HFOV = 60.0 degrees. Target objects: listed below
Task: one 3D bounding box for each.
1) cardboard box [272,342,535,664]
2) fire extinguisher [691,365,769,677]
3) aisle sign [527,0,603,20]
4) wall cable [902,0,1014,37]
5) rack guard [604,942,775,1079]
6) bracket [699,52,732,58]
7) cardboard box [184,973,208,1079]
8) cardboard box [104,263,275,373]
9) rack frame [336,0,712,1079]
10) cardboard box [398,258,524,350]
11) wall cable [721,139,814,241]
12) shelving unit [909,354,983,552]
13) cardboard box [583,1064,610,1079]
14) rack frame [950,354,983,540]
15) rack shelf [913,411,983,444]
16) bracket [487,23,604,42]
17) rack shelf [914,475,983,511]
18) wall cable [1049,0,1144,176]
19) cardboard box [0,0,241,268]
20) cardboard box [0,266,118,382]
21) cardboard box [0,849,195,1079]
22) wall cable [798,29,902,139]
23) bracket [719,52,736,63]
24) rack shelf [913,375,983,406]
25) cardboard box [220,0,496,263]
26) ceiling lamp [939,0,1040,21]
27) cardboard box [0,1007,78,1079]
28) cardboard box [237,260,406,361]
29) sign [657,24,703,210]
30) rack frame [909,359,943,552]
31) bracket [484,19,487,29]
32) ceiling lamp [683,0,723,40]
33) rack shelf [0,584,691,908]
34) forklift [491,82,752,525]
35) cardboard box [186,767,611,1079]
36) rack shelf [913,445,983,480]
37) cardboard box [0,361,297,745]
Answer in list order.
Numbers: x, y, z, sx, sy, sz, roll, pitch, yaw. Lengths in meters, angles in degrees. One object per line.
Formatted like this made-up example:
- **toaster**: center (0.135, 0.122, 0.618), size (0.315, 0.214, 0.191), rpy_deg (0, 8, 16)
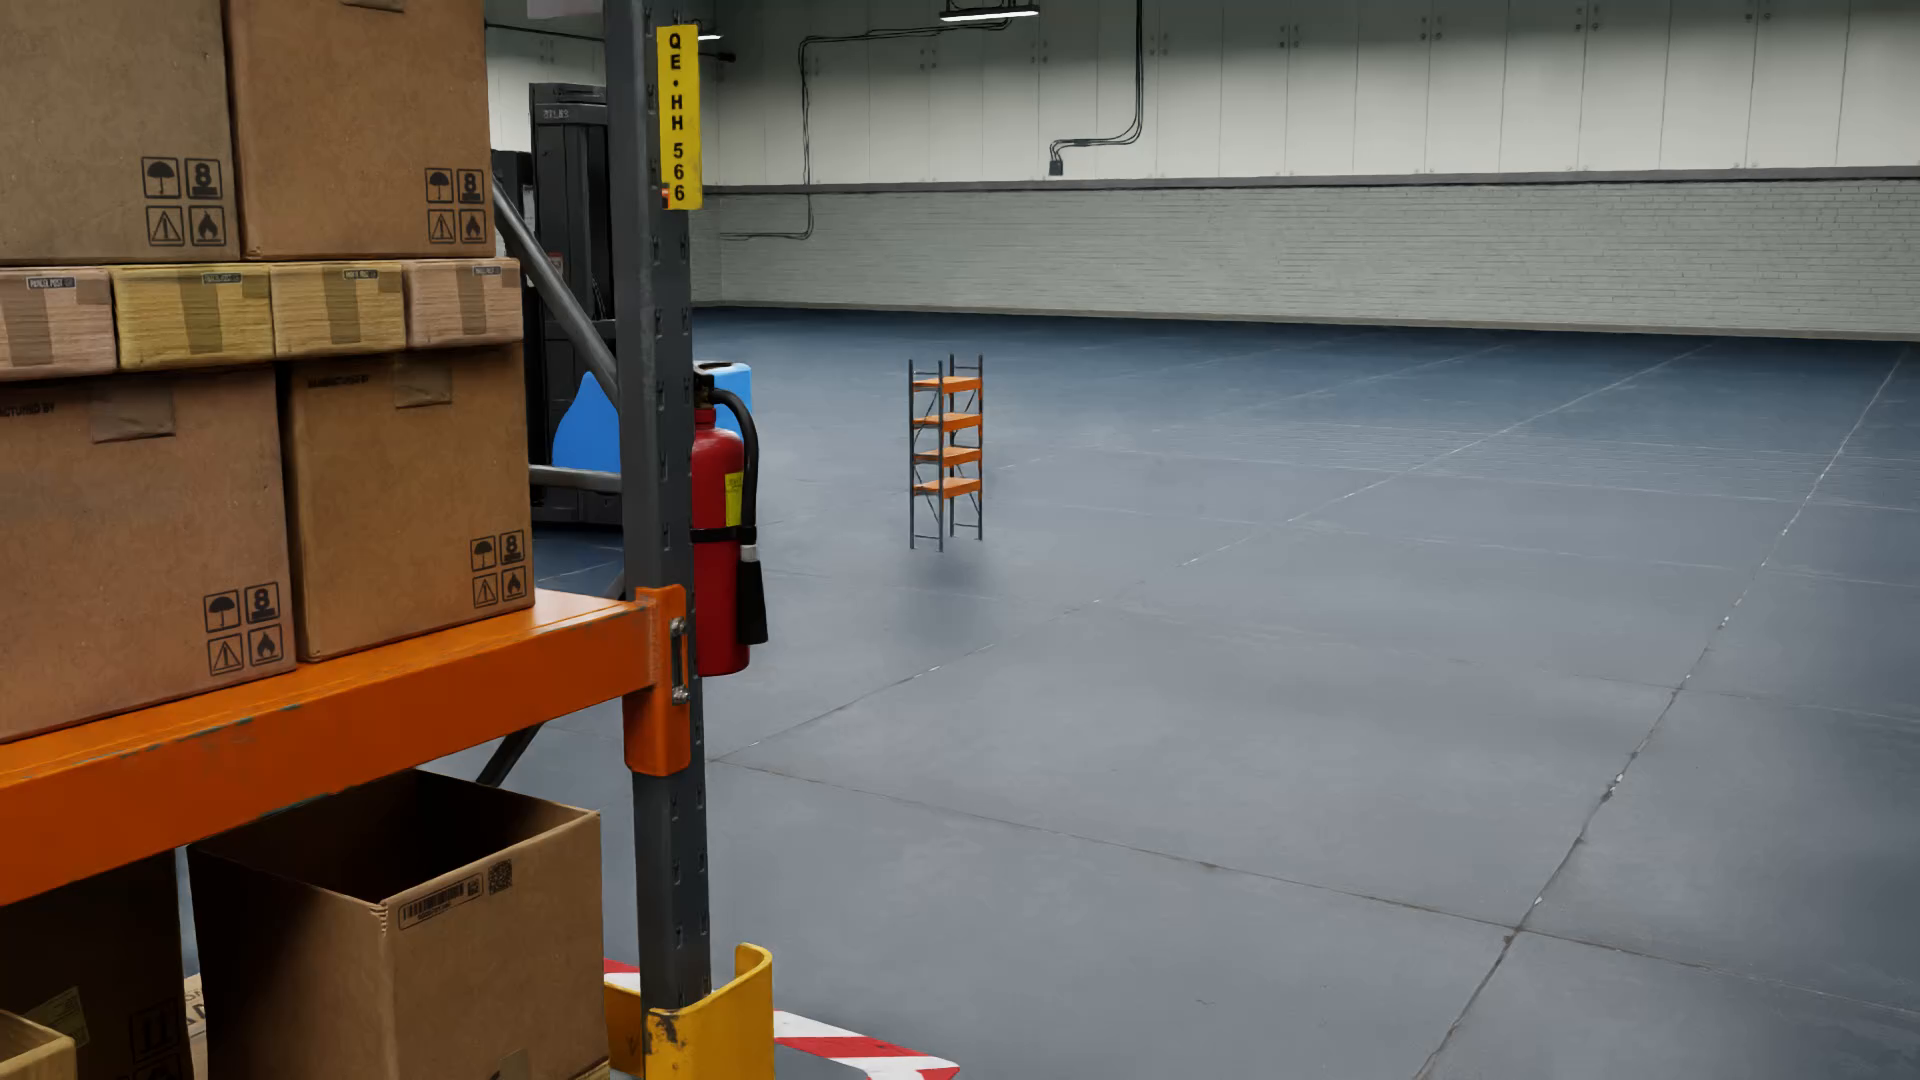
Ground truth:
- **cardboard box**: center (-1.223, -0.114, 3.054), size (0.700, 0.500, 0.500), rpy_deg (6, 12, 31)
- **fire extinguisher**: center (-0.512, -0.073, 3.318), size (0.296, 0.674, 0.183), rpy_deg (6, 12, 31)
- **aisle sign**: center (-0.685, -1.397, 3.115), size (0.394, 0.787, 0.004), rpy_deg (6, 12, 31)
- **wall cable**: center (-0.088, -13.123, 38.862), size (3.097, 2.526, 0.112), rpy_deg (6, 12, 31)
- **rack guard**: center (-0.958, 1.088, 3.699), size (1.175, 0.500, 0.348), rpy_deg (6, 12, 31)
- **bracket**: center (-6.262, -12.228, 41.951), size (0.076, 0.066, 3.189), rpy_deg (6, 12, 31)
- **cardboard box**: center (-1.439, 1.071, 3.326), size (0.500, 0.250, 0.500), rpy_deg (6, 12, 31)
- **cardboard box**: center (-1.273, -0.345, 2.526), size (0.380, 0.149, 0.250), rpy_deg (6, 12, 30)
- **rack frame**: center (-0.970, -0.137, 3.449), size (1.000, 3.000, 0.127), rpy_deg (6, 12, 31)
- **cardboard box**: center (-1.006, -0.427, 2.962), size (0.380, 0.149, 0.250), rpy_deg (6, 12, 30)
- **wall cable**: center (-5.045, -8.959, 42.705), size (3.097, 2.526, 0.112), rpy_deg (6, 12, 31)
- **shelving unit**: center (-0.086, -0.564, 10.619), size (0.258, 1.200, 0.503), rpy_deg (6, 12, 31)
- **cardboard box**: center (-0.996, 1.121, 3.062), size (0.500, 0.250, 0.500), rpy_deg (6, 12, 31)
- **rack frame**: center (0.041, -0.602, 10.824), size (0.240, 1.200, 0.015), rpy_deg (6, 12, 31)
- **rack shelf**: center (-0.086, -0.717, 10.590), size (0.258, 0.148, 0.480), rpy_deg (6, 12, 31)
- **bracket**: center (-8.955, -11.413, 37.594), size (0.076, 0.066, 4.783), rpy_deg (6, 12, 31)
- **rack shelf**: center (-0.086, -0.302, 10.668), size (0.258, 0.148, 0.480), rpy_deg (6, 12, 31)
- **wall cable**: center (3.060, -11.247, 37.249), size (2.305, 6.003, 0.169), rpy_deg (6, 12, 31)
- **cardboard box**: center (-1.519, -0.660, 2.446), size (0.700, 0.500, 0.500), rpy_deg (6, 12, 29)
- **cardboard box**: center (-1.405, -0.306, 2.316), size (0.380, 0.149, 0.250), rpy_deg (7, 12, 31)
- **cardboard box**: center (-1.697, 0.781, 2.836), size (0.500, 0.500, 0.500), rpy_deg (6, 12, 31)
- **wall cable**: center (-2.733, -11.183, 40.860), size (3.097, 2.526, 0.112), rpy_deg (6, 12, 31)
- **bracket**: center (-5.956, -12.321, 42.447), size (0.235, 0.232, 0.430), rpy_deg (6, 12, 31)
- **rack shelf**: center (-0.086, -0.950, 10.547), size (0.258, 0.148, 0.480), rpy_deg (6, 12, 31)
- **cardboard box**: center (-1.251, -0.743, 2.890), size (0.700, 0.500, 0.500), rpy_deg (6, 12, 31)
- **ceiling lamp**: center (0.664, -11.250, 30.642), size (2.000, 3.185, 0.800), rpy_deg (6, 12, 31)
- **cardboard box**: center (-1.501, 0.911, 2.144), size (0.500, 0.500, 0.500), rpy_deg (6, 12, 31)
- **cardboard box**: center (-1.140, -0.385, 2.741), size (0.380, 0.149, 0.250), rpy_deg (7, 13, 32)
- **sign**: center (-0.514, -0.769, 3.032), size (0.100, 0.325, 0.005), rpy_deg (6, 12, 31)
- **rack frame**: center (-0.213, -0.525, 10.414), size (0.240, 1.200, 0.015), rpy_deg (6, 12, 31)
- **bracket**: center (-10.301, -11.005, 35.416), size (0.235, 0.232, 0.430), rpy_deg (6, 12, 31)
- **ceiling lamp**: center (-5.652, -11.956, 34.413), size (2.000, 3.185, 0.800), rpy_deg (6, 12, 31)
- **rack shelf**: center (-2.008, 0.531, 1.835), size (1.077, 0.370, 4.000), rpy_deg (6, 12, 31)
- **forklift**: center (-3.024, -1.617, 11.541), size (3.031, 2.935, 1.130), rpy_deg (3, 11, 16)
- **cardboard box**: center (-0.994, 0.752, 2.992), size (0.500, 0.500, 0.500), rpy_deg (6, 12, 31)
- **rack shelf**: center (-0.086, -0.498, 10.632), size (0.258, 0.148, 0.480), rpy_deg (6, 12, 31)
- **cardboard box**: center (-1.492, -0.031, 2.611), size (0.700, 0.500, 0.500), rpy_deg (7, 13, 32)
